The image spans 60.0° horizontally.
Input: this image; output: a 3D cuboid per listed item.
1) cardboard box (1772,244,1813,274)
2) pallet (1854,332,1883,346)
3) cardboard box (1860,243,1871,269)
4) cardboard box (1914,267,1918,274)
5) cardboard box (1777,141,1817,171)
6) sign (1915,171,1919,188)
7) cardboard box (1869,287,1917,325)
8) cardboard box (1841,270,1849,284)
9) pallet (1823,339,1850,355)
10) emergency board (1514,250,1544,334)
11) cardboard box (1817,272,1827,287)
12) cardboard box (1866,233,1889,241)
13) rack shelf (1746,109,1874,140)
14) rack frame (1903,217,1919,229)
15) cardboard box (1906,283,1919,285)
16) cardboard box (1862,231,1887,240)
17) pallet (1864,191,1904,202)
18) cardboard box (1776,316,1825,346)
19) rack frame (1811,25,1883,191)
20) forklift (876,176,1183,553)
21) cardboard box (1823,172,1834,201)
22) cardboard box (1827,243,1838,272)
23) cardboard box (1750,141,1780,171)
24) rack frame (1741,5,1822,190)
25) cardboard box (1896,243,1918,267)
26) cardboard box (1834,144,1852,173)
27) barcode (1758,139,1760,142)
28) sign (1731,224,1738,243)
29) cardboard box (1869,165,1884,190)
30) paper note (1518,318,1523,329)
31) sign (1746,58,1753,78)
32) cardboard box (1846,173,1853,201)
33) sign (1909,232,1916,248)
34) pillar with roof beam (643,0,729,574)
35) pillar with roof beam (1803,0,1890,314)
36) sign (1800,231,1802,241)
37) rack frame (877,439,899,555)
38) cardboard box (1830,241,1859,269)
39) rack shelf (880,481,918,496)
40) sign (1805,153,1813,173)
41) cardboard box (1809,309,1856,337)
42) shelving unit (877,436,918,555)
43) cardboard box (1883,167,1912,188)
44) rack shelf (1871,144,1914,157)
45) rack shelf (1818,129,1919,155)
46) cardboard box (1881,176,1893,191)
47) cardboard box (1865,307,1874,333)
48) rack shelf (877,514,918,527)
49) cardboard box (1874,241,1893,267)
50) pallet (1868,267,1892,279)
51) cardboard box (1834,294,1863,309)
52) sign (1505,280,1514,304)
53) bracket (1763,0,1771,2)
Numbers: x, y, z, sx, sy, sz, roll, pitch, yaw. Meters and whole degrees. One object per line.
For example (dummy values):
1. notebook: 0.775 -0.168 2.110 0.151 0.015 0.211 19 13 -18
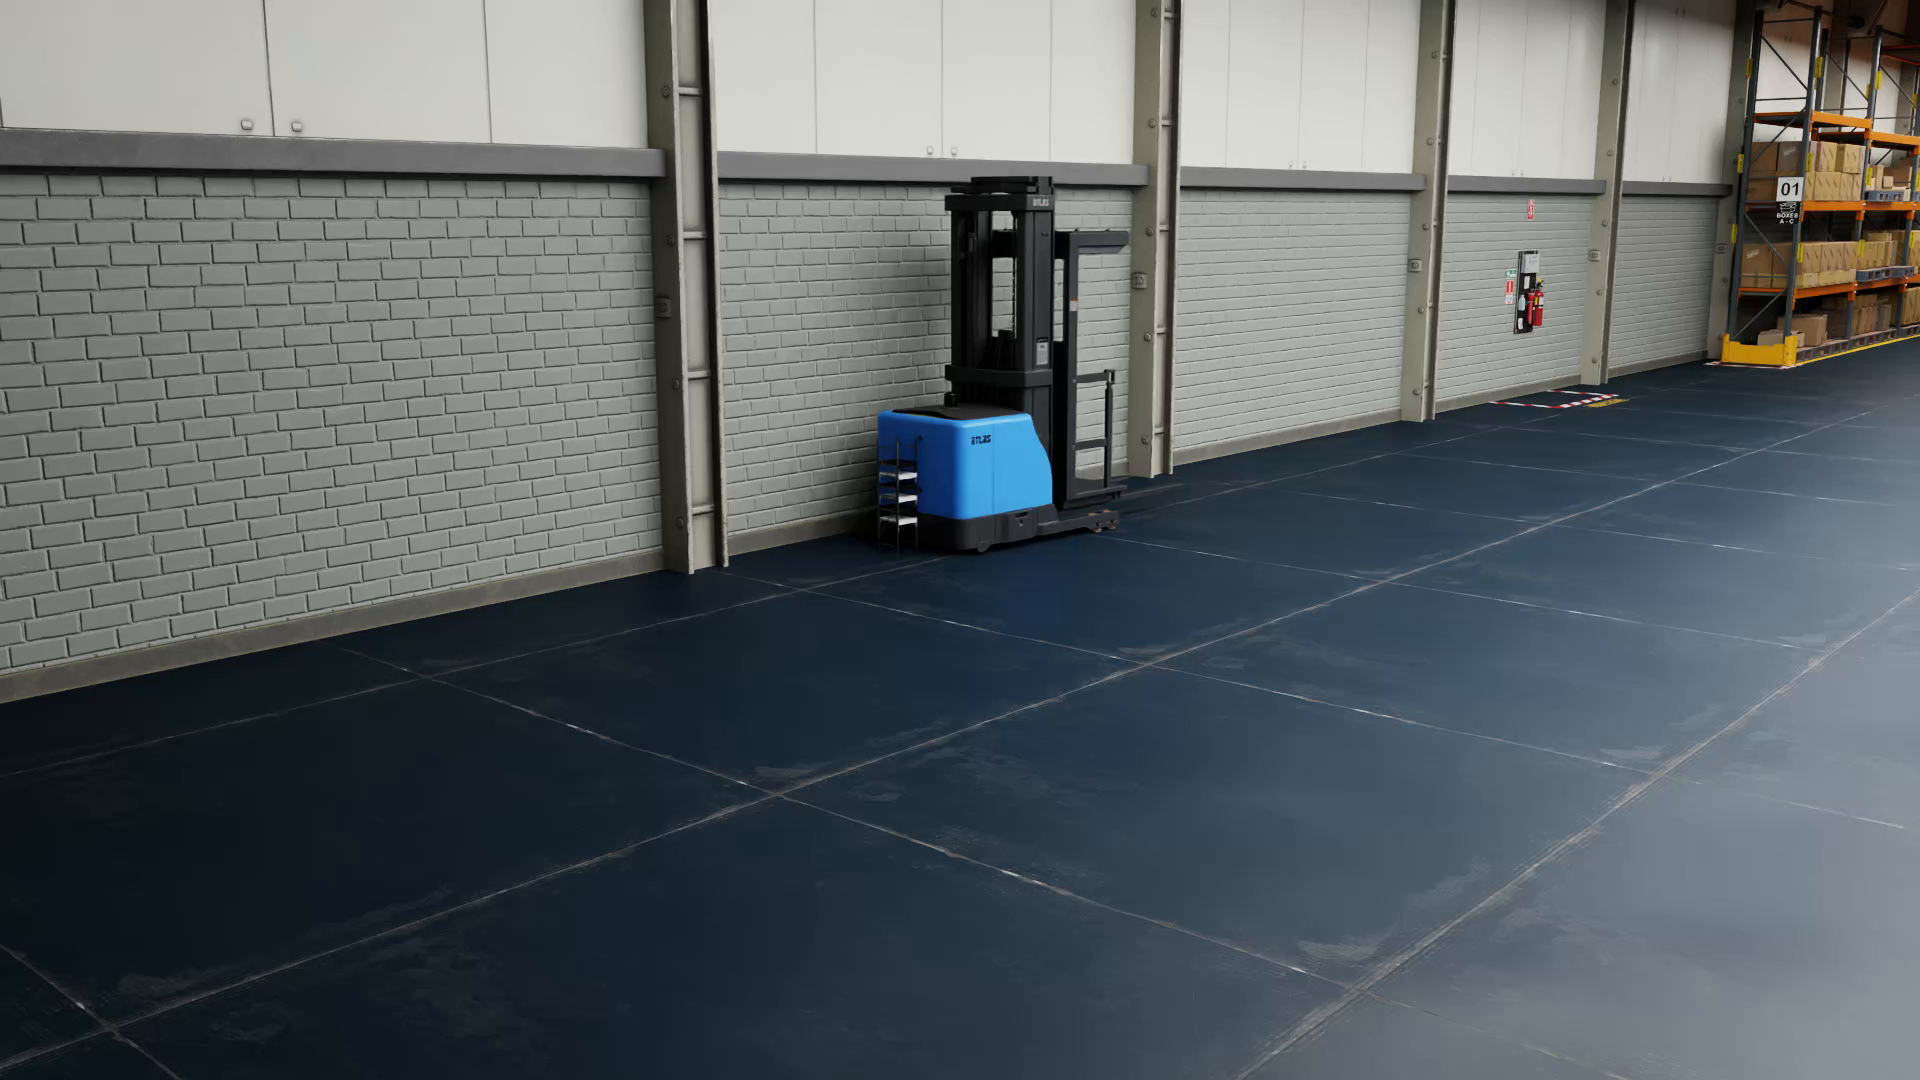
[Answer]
1. cardboard box: 14.559 -4.916 29.082 0.500 0.500 0.500 10 15 40
2. pallet: 17.977 -4.097 33.683 1.003 0.211 1.213 10 15 40
3. cardboard box: 17.394 -5.585 32.639 0.500 0.500 0.700 -10 15 -42
4. cardboard box: 20.102 -5.727 35.315 0.380 0.149 0.250 10 15 42
5. cardboard box: 14.455 -6.626 28.709 0.500 0.500 0.500 8 14 36
6. sign: 19.705 -7.411 34.181 0.100 0.325 0.005 10 15 40
7. cardboard box: 19.883 -5.000 35.505 0.750 0.750 0.750 10 15 40
8. cardboard box: 16.239 -4.924 31.038 0.500 0.250 0.500 10 15 41
9. pallet: 16.242 -3.698 31.688 1.003 0.211 1.213 10 15 40
10. emergency board: 8.210 -3.554 23.846 0.194 1.169 0.643 10 15 40
11. cardboard box: 15.252 -4.700 29.915 0.500 0.250 0.500 9 15 39
12. cardboard box: 18.893 -6.236 34.242 0.380 0.149 0.250 7 13 31
13. rack shelf: 15.338 -7.462 29.942 1.077 0.370 4.000 10 15 40
14. rack frame: 21.939 -6.346 37.825 1.000 3.000 0.127 10 15 40
15. cardboard box: 21.608 -5.385 37.432 0.750 0.750 0.750 10 15 41
16. cardboard box: 19.404 -6.430 35.266 0.500 0.250 0.500 10 15 42
17. pallet: 17.828 -6.778 32.809 1.213 0.211 1.003 10 15 40
18. cardboard box: 15.441 -3.846 30.567 0.700 0.500 0.500 9 14 37
19. rack frame: 16.659 -8.111 31.345 1.000 3.000 0.127 10 15 40
20. forklift: 0.717 -1.563 14.054 3.031 2.935 1.130 -11 16 -44
21. cardboard box: 15.148 -6.278 29.522 0.500 0.500 0.500 11 16 43
22. cardboard box: 15.570 -5.140 30.204 0.500 0.500 0.500 10 15 42
23. cardboard box: 14.106 -6.698 29.069 0.500 0.500 0.500 11 15 43
24. rack frame: 14.018 -7.522 28.398 1.000 3.000 0.127 10 15 40
25. cardboard box: 19.812 -6.001 35.030 0.500 0.500 0.500 10 15 42
26. cardboard box: 15.841 -6.920 30.182 0.500 0.500 0.500 9 14 38
27. barcode: 14.111 -7.054 29.372 0.001 0.075 0.075 10 15 40
28. sign: 13.614 -5.378 29.215 0.100 0.325 0.005 10 15 40
29. cardboard box: 17.894 -7.146 32.847 0.500 0.500 0.500 9 14 38
30. paper note: 8.041 -3.105 23.846 0.016 0.148 0.142 10 15 40
31. sign: 13.615 -8.133 28.665 0.100 0.325 0.005 10 15 40
32. cardboard box: 16.167 -6.520 30.730 0.500 0.500 0.500 8 14 36
33. sign: 19.713 -6.218 34.429 0.100 0.325 0.005 10 15 40
34. pillar with roof beam: 1.222 -3.650 9.008 9.100 9.000 0.400 10 15 40
35. pillar with roof beam: 21.025 -8.063 31.107 9.100 9.000 0.548 10 15 40
36. sign: 16.239 -5.808 32.175 0.100 0.325 0.005 10 15 40
37. rack frame: -0.568 -0.340 13.118 0.006 0.900 0.240 -11 16 -44
38. cardboard box: 16.579 -5.363 31.323 0.500 0.500 0.500 10 15 40
39. rack shelf: -0.496 -0.410 13.177 0.200 0.077 0.258 -11 16 -44
40. sign: 14.426 -6.410 28.255 0.100 0.325 0.005 10 15 40
41. cardboard box: 17.132 -4.269 32.687 0.700 0.500 0.500 10 15 42
42. shelving unit: -0.496 -0.354 13.188 0.210 0.900 0.258 -11 16 -44
43. cardboard box: 19.570 -7.571 34.920 0.700 0.500 0.500 8 14 36
44. rack shelf: 20.619 -8.445 35.874 1.077 0.370 4.000 10 15 40
45. rack shelf: 17.979 -7.856 32.927 1.077 0.370 4.000 10 15 40
46. cardboard box: 18.374 -7.110 33.678 0.637 0.503 0.797 -10 15 -40
47. cardboard box: 18.129 -4.497 33.828 0.700 0.500 0.500 10 15 40
48. rack shelf: -0.496 -0.145 13.230 0.200 0.077 0.258 -11 16 -44
49. cardboard box: 18.648 -5.866 34.044 0.700 0.500 0.500 8 14 35
50. pallet: 18.023 -5.367 33.413 1.003 0.211 1.213 10 15 40
51. cardboard box: 17.761 -4.779 33.326 0.500 0.250 0.500 9 15 39
52. sign: 7.767 -3.503 23.502 0.001 0.329 0.234 10 15 40
53. bracket: 13.823 -9.395 28.586 0.235 0.232 0.430 10 15 40
